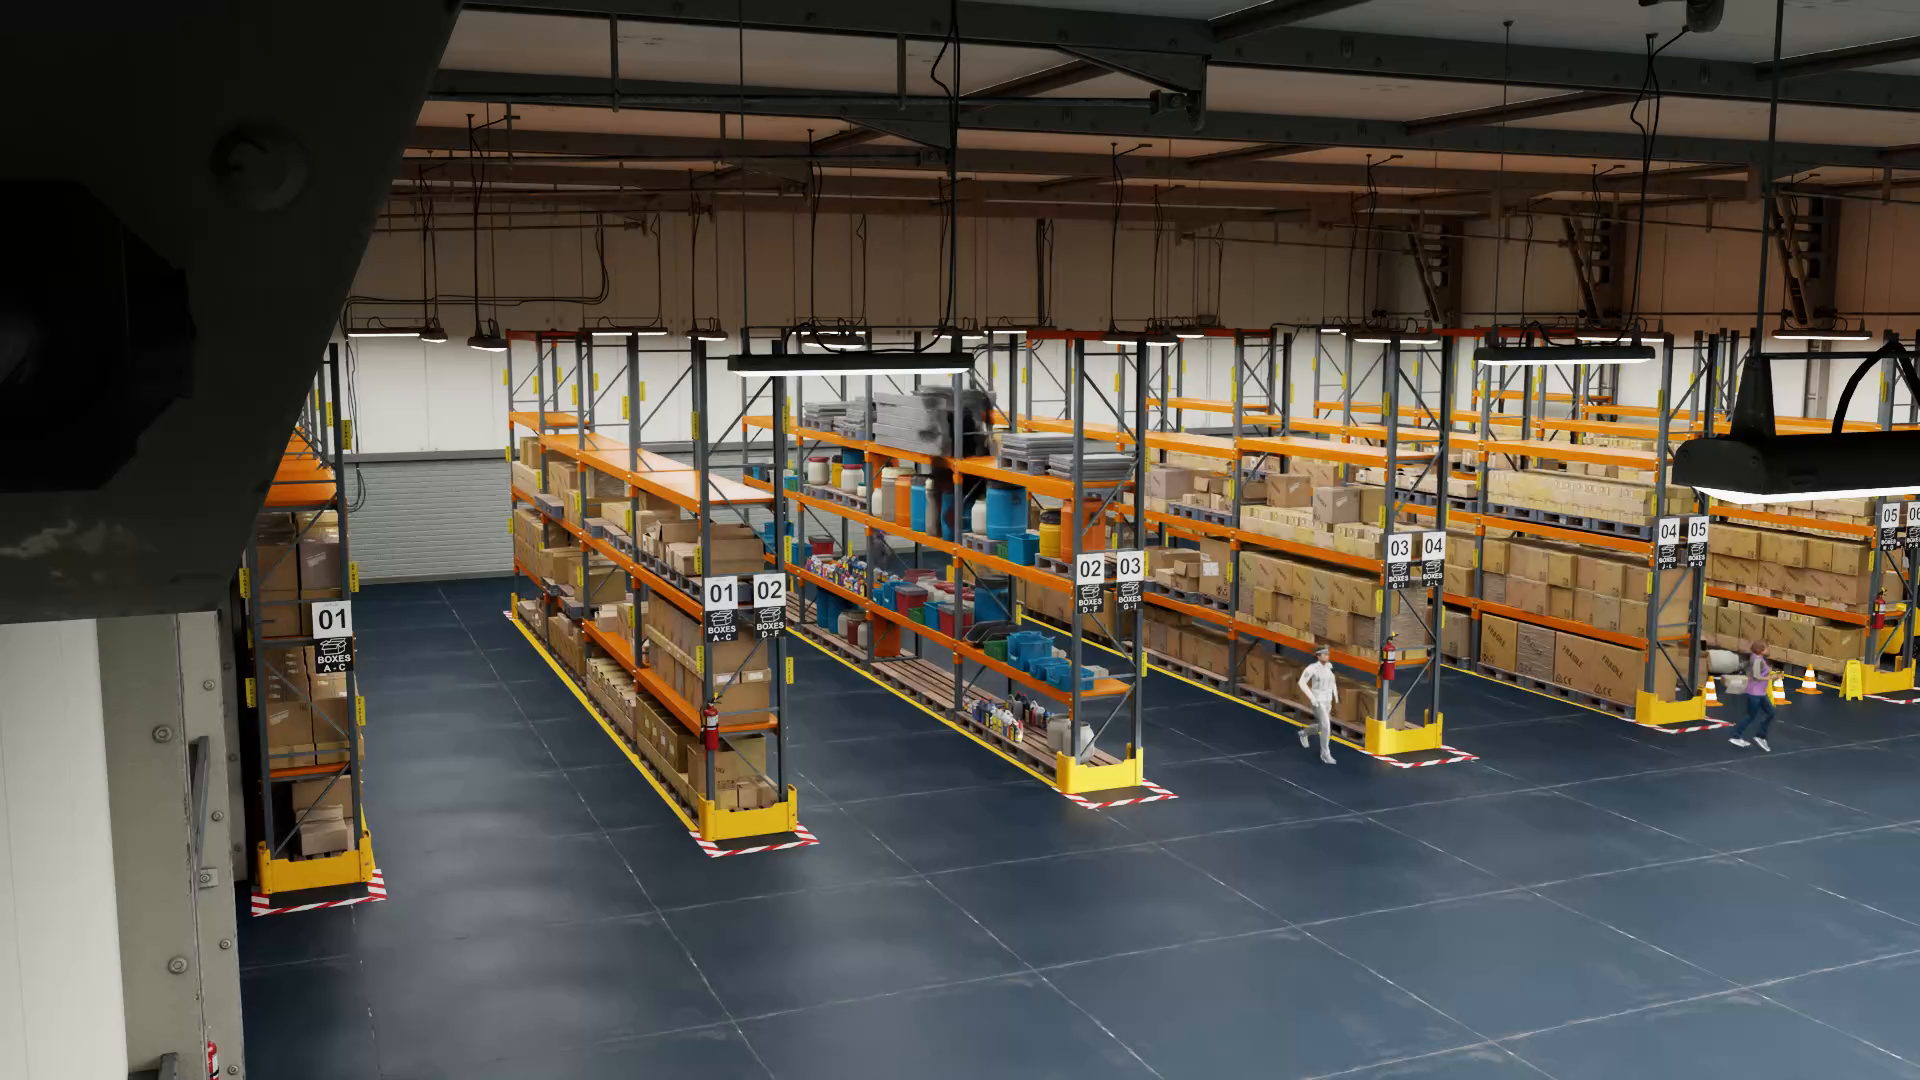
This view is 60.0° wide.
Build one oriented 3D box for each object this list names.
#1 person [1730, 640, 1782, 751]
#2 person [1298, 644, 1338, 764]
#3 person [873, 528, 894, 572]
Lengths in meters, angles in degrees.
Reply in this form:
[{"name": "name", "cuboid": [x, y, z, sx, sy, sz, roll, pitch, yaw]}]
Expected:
[{"name": "person", "cuboid": [11.580, 2.268, 24.168, 0.633, 1.644, 0.535, 5, 9, 32]}, {"name": "person", "cuboid": [5.105, 2.305, 23.723, 0.623, 1.701, 0.768, -5, 9, -35]}, {"name": "person", "cuboid": [-1.927, 0.115, 39.786, 0.737, 1.701, 0.561, 0, 8, -3]}]
